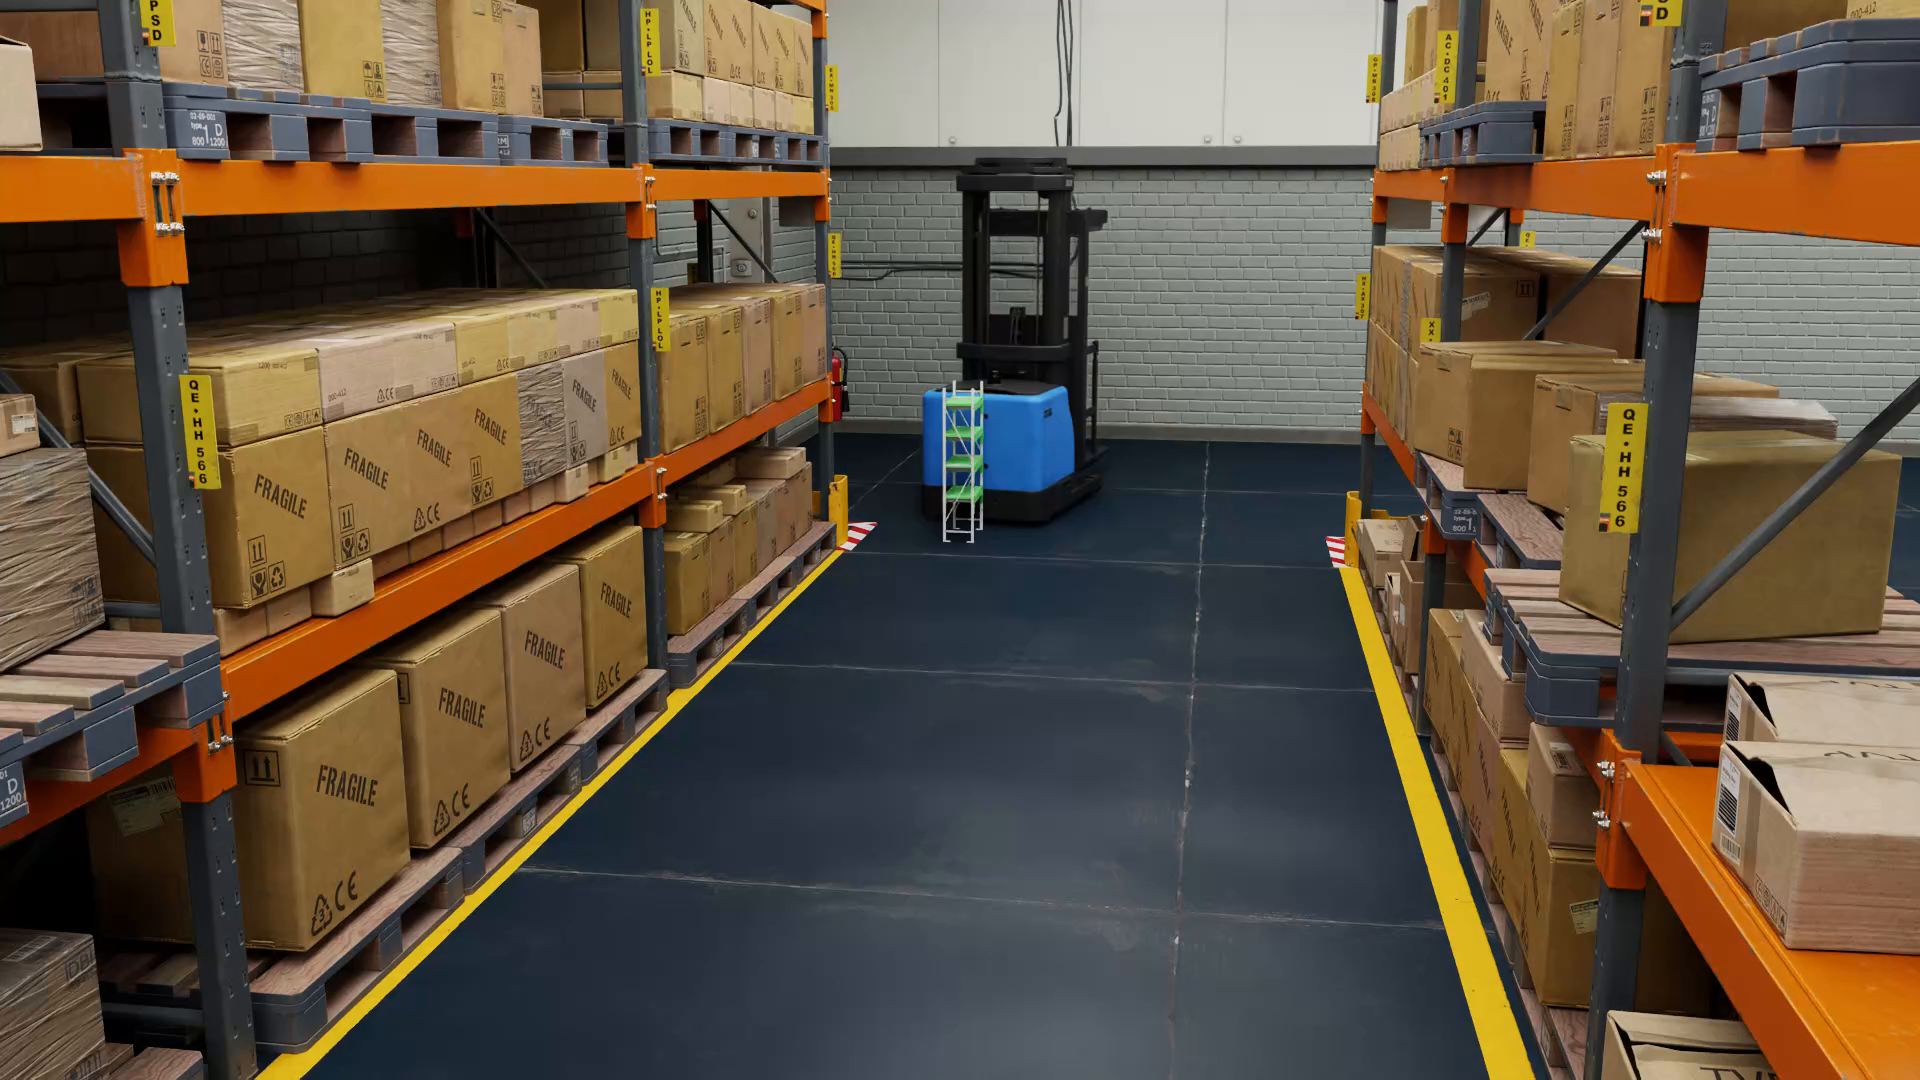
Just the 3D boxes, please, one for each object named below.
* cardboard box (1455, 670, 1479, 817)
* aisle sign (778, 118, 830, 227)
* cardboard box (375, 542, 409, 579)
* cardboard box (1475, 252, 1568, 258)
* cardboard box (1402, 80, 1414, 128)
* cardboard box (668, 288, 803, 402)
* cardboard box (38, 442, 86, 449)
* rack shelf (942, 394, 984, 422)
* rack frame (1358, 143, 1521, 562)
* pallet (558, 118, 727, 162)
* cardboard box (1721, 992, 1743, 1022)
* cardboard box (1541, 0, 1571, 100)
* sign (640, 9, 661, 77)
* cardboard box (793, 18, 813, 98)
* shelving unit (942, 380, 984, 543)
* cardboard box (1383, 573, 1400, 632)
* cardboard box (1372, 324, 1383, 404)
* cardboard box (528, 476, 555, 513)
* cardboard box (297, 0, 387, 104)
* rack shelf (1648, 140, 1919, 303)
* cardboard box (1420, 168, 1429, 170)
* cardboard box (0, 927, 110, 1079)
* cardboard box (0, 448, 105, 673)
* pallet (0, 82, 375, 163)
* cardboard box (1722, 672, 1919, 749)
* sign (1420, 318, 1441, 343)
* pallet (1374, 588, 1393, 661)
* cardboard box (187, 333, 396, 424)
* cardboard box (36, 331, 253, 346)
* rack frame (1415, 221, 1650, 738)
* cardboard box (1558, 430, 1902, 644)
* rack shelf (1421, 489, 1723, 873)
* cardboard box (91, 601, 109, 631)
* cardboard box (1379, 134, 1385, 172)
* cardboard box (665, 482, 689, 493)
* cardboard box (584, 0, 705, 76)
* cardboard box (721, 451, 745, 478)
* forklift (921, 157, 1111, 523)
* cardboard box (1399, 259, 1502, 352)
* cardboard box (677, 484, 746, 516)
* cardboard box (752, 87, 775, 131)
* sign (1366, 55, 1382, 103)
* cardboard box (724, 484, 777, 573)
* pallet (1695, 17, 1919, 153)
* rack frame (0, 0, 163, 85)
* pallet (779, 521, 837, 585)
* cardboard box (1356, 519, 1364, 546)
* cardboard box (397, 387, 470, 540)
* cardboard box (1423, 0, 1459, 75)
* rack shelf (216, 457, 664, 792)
[{"bbox_3d":[2.336,0.847,6.830,0.500,0.500,0.500,2,12,9],"label":"cardboard box"},{"bbox_3d":[-1.166,-2.736,12.398,0.394,0.787,0.004,2,12,9],"label":"aisle sign"},{"bbox_3d":[-2.304,0.042,6.227,0.380,0.149,0.250,2,12,10],"label":"cardboard box"},{"bbox_3d":[3.473,-1.523,10.329,0.500,0.500,0.500,2,12,10],"label":"cardboard box"},{"bbox_3d":[2.850,-2.527,9.648,0.500,0.250,0.500,2,12,9],"label":"cardboard box"},{"bbox_3d":[-1.643,-1.348,11.417,0.980,0.700,0.700,2,12,8],"label":"cardboard box"},{"bbox_3d":[-2.892,-0.105,5.372,0.500,0.500,0.500,2,12,9],"label":"cardboard box"},{"bbox_3d":[0.025,-1.028,12.939,0.258,0.148,0.480,2,12,9],"label":"rack shelf"},{"bbox_3d":[3.422,-1.300,11.906,1.000,3.000,0.127,2,12,9],"label":"rack frame"},{"bbox_3d":[-1.953,-2.220,9.266,1.003,0.211,1.213,2,12,9],"label":"pallet"},{"bbox_3d":[2.544,1.287,4.793,0.500,0.500,0.500,2,12,11],"label":"cardboard box"},{"bbox_3d":[2.454,-1.857,5.897,0.600,0.600,0.600,1,12,6],"label":"cardboard box"},{"bbox_3d":[-1.551,-2.485,8.308,0.100,0.325,0.005,2,12,9],"label":"sign"},{"bbox_3d":[-1.317,-3.312,11.465,0.500,0.500,0.500,2,12,8],"label":"cardboard box"},{"bbox_3d":[0.025,-0.621,13.027,0.258,1.200,0.503,2,12,9],"label":"shelving unit"},{"bbox_3d":[2.729,0.348,9.597,0.500,0.311,0.500,2,12,9],"label":"cardboard box"},{"bbox_3d":[3.019,-1.158,11.008,0.500,0.500,0.500,2,12,8],"label":"cardboard box"},{"bbox_3d":[-2.047,-0.223,7.458,0.380,0.149,0.250,2,12,9],"label":"cardboard box"},{"bbox_3d":[-2.559,-1.854,6.076,0.700,0.500,0.500,3,12,12],"label":"cardboard box"},{"bbox_3d":[1.884,-0.333,2.007,1.077,0.370,4.000,2,12,9],"label":"rack shelf"},{"bbox_3d":[2.706,-2.074,8.733,0.500,0.250,0.500,2,12,9],"label":"cardboard box"},{"bbox_3d":[-2.763,1.364,4.434,0.700,0.500,0.500,2,12,9],"label":"cardboard box"},{"bbox_3d":[-2.766,0.040,4.408,0.700,0.500,0.500,0,12,2],"label":"cardboard box"},{"bbox_3d":[-2.657,-1.304,5.254,1.213,0.211,1.003,2,12,11],"label":"pallet"},{"bbox_3d":[2.092,0.483,3.843,0.500,0.311,0.500,3,12,12],"label":"cardboard box"},{"bbox_3d":[2.269,-0.907,8.025,0.100,0.325,0.005,2,12,9],"label":"sign"},{"bbox_3d":[3.098,0.498,10.181,1.003,0.211,1.213,2,12,9],"label":"pallet"},{"bbox_3d":[-2.297,-0.563,5.716,0.500,0.250,0.500,2,12,8],"label":"cardboard box"},{"bbox_3d":[-2.807,-0.576,5.774,0.500,0.250,0.500,1,12,7],"label":"cardboard box"},{"bbox_3d":[2.807,-0.467,8.043,1.000,3.000,0.127,2,12,9],"label":"rack frame"},{"bbox_3d":[2.177,-0.024,4.749,0.700,0.500,0.500,-2,12,-10],"label":"cardboard box"},{"bbox_3d":[2.499,0.301,6.186,1.077,0.370,4.000,2,12,9],"label":"rack shelf"},{"bbox_3d":[-2.907,0.242,5.297,0.380,0.149,0.250,2,12,10],"label":"cardboard box"},{"bbox_3d":[3.092,-2.594,11.148,0.500,0.250,0.500,2,12,9],"label":"cardboard box"},{"bbox_3d":[-1.932,-0.273,10.539,0.380,0.149,0.250,2,12,9],"label":"cardboard box"},{"bbox_3d":[-1.702,-2.780,8.996,0.500,0.500,0.500,2,12,8],"label":"cardboard box"},{"bbox_3d":[-1.738,-0.538,11.768,0.380,0.149,0.250,2,12,9],"label":"cardboard box"},{"bbox_3d":[0.644,-1.842,14.583,1.130,2.935,3.031,4,13,19],"label":"forklift"},{"bbox_3d":[2.782,-1.330,9.436,0.500,0.500,0.500,2,12,9],"label":"cardboard box"},{"bbox_3d":[-1.559,-0.254,10.449,0.380,0.149,0.250,2,12,7],"label":"cardboard box"},{"bbox_3d":[-1.478,-2.729,10.539,0.500,0.250,0.500,2,12,7],"label":"cardboard box"},{"bbox_3d":[2.886,-3.211,11.580,0.100,0.325,0.005,2,12,9],"label":"sign"},{"bbox_3d":[-1.636,-0.085,11.206,0.700,0.500,0.500,1,12,7],"label":"cardboard box"},{"bbox_3d":[2.175,-0.865,3.214,1.213,0.211,1.003,2,12,11],"label":"pallet"},{"bbox_3d":[-2.704,-2.727,4.288,1.000,3.000,0.127,2,12,9],"label":"rack frame"},{"bbox_3d":[-1.519,0.072,12.157,1.003,0.211,1.213,2,12,9],"label":"pallet"},{"bbox_3d":[3.018,-0.046,11.807,0.380,0.149,0.250,2,12,9],"label":"cardboard box"},{"bbox_3d":[-2.209,-0.303,6.290,0.500,0.500,0.500,2,12,8],"label":"cardboard box"},{"bbox_3d":[3.058,-2.887,9.537,0.700,0.500,0.500,2,12,9],"label":"cardboard box"},{"bbox_3d":[-2.396,0.141,6.928,1.077,0.370,4.000,2,12,9],"label":"rack shelf"}]
